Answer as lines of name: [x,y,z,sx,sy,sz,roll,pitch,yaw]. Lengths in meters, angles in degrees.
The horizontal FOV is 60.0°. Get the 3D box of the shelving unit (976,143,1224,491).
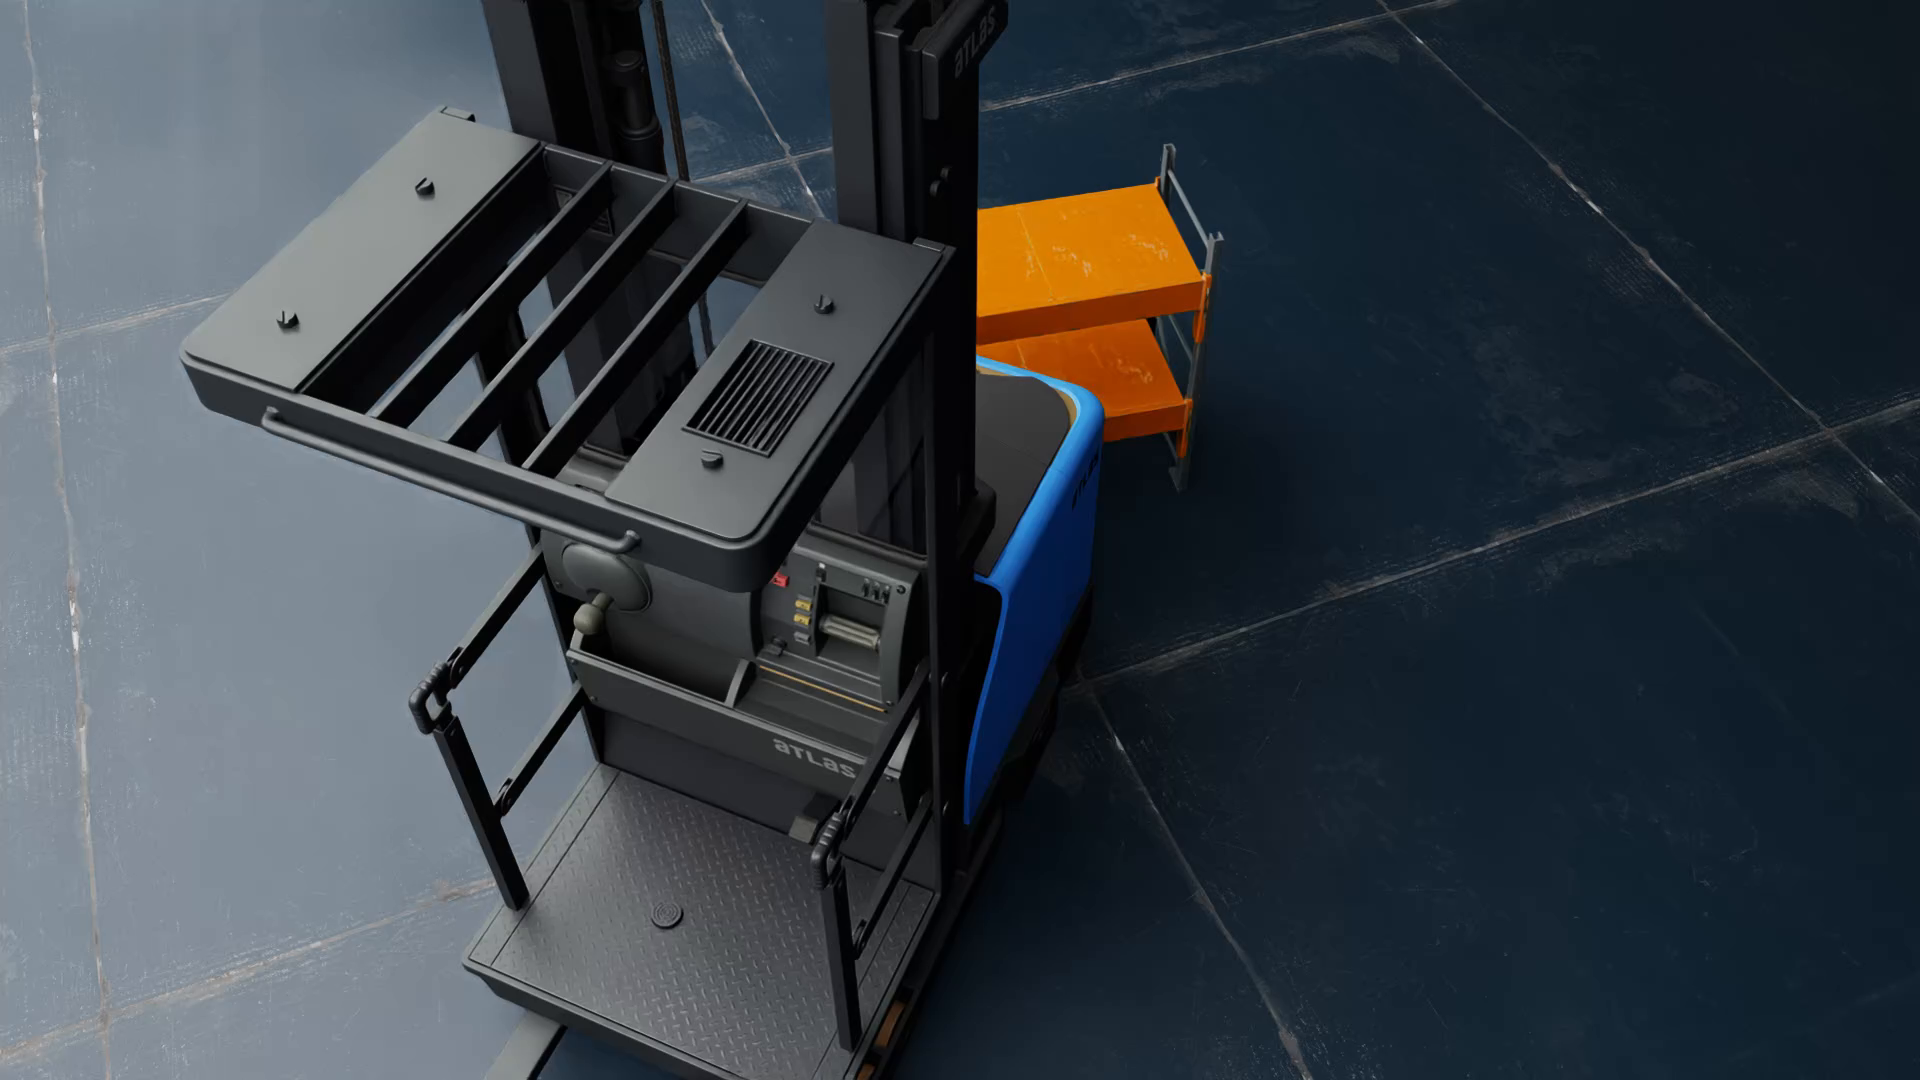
shelving unit: [0.235,-0.637,5.555,1.048,1.125,0.538,-10,50,-9]

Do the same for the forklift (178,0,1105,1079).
forklift: [-0.624,0.209,3.639,1.130,2.935,3.031,18,52,15]

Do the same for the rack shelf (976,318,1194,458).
rack shelf: [0.235,-0.477,5.741,1.000,0.278,0.538,-10,50,-9]

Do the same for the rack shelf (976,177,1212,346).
rack shelf: [0.235,-0.827,5.333,1.000,0.278,0.538,-10,50,-9]

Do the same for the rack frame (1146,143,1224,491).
rack frame: [0.729,-0.727,5.633,0.032,1.125,0.500,-10,50,-9]
